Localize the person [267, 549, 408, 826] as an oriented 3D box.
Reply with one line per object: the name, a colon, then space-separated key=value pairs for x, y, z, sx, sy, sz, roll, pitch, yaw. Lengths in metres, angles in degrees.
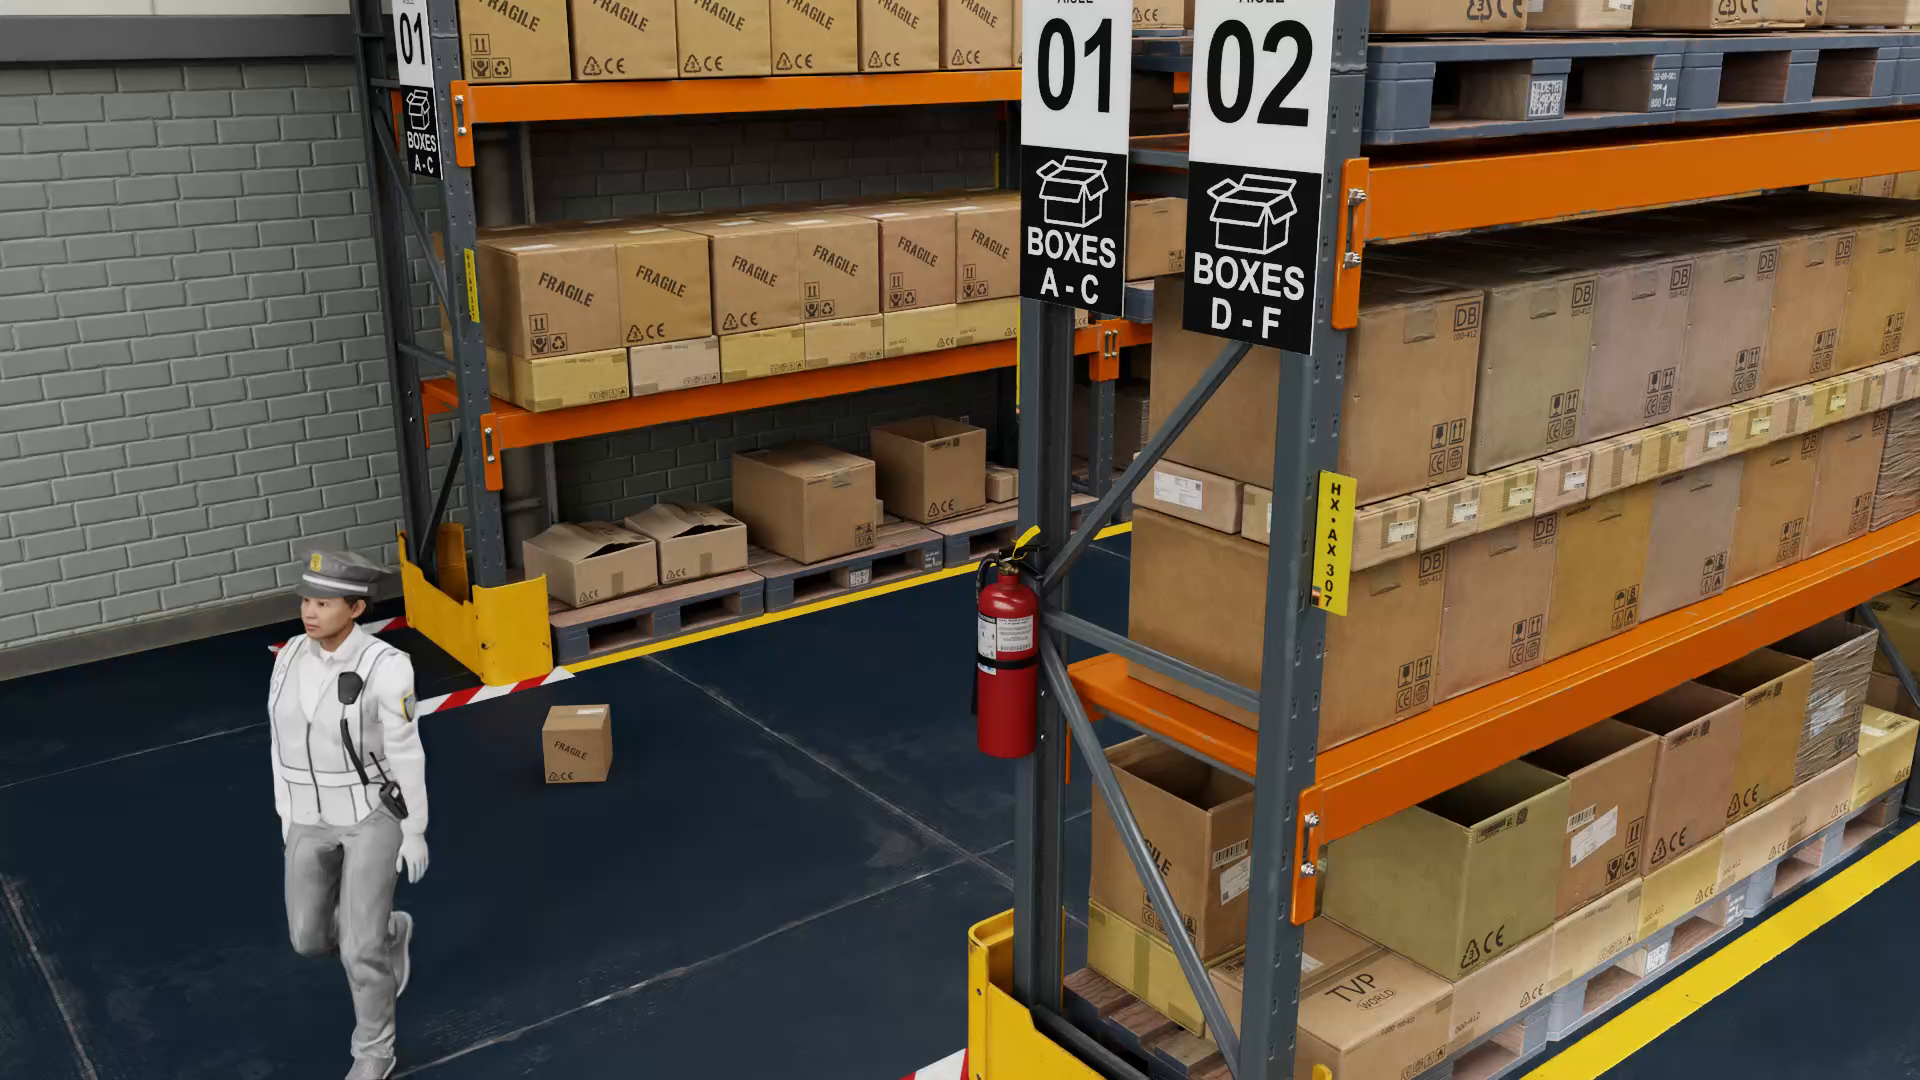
person: x=-1.783 y=0.401 z=4.798 sx=0.381 sy=0.808 sz=0.358 roll=4 pitch=18 yaw=14
